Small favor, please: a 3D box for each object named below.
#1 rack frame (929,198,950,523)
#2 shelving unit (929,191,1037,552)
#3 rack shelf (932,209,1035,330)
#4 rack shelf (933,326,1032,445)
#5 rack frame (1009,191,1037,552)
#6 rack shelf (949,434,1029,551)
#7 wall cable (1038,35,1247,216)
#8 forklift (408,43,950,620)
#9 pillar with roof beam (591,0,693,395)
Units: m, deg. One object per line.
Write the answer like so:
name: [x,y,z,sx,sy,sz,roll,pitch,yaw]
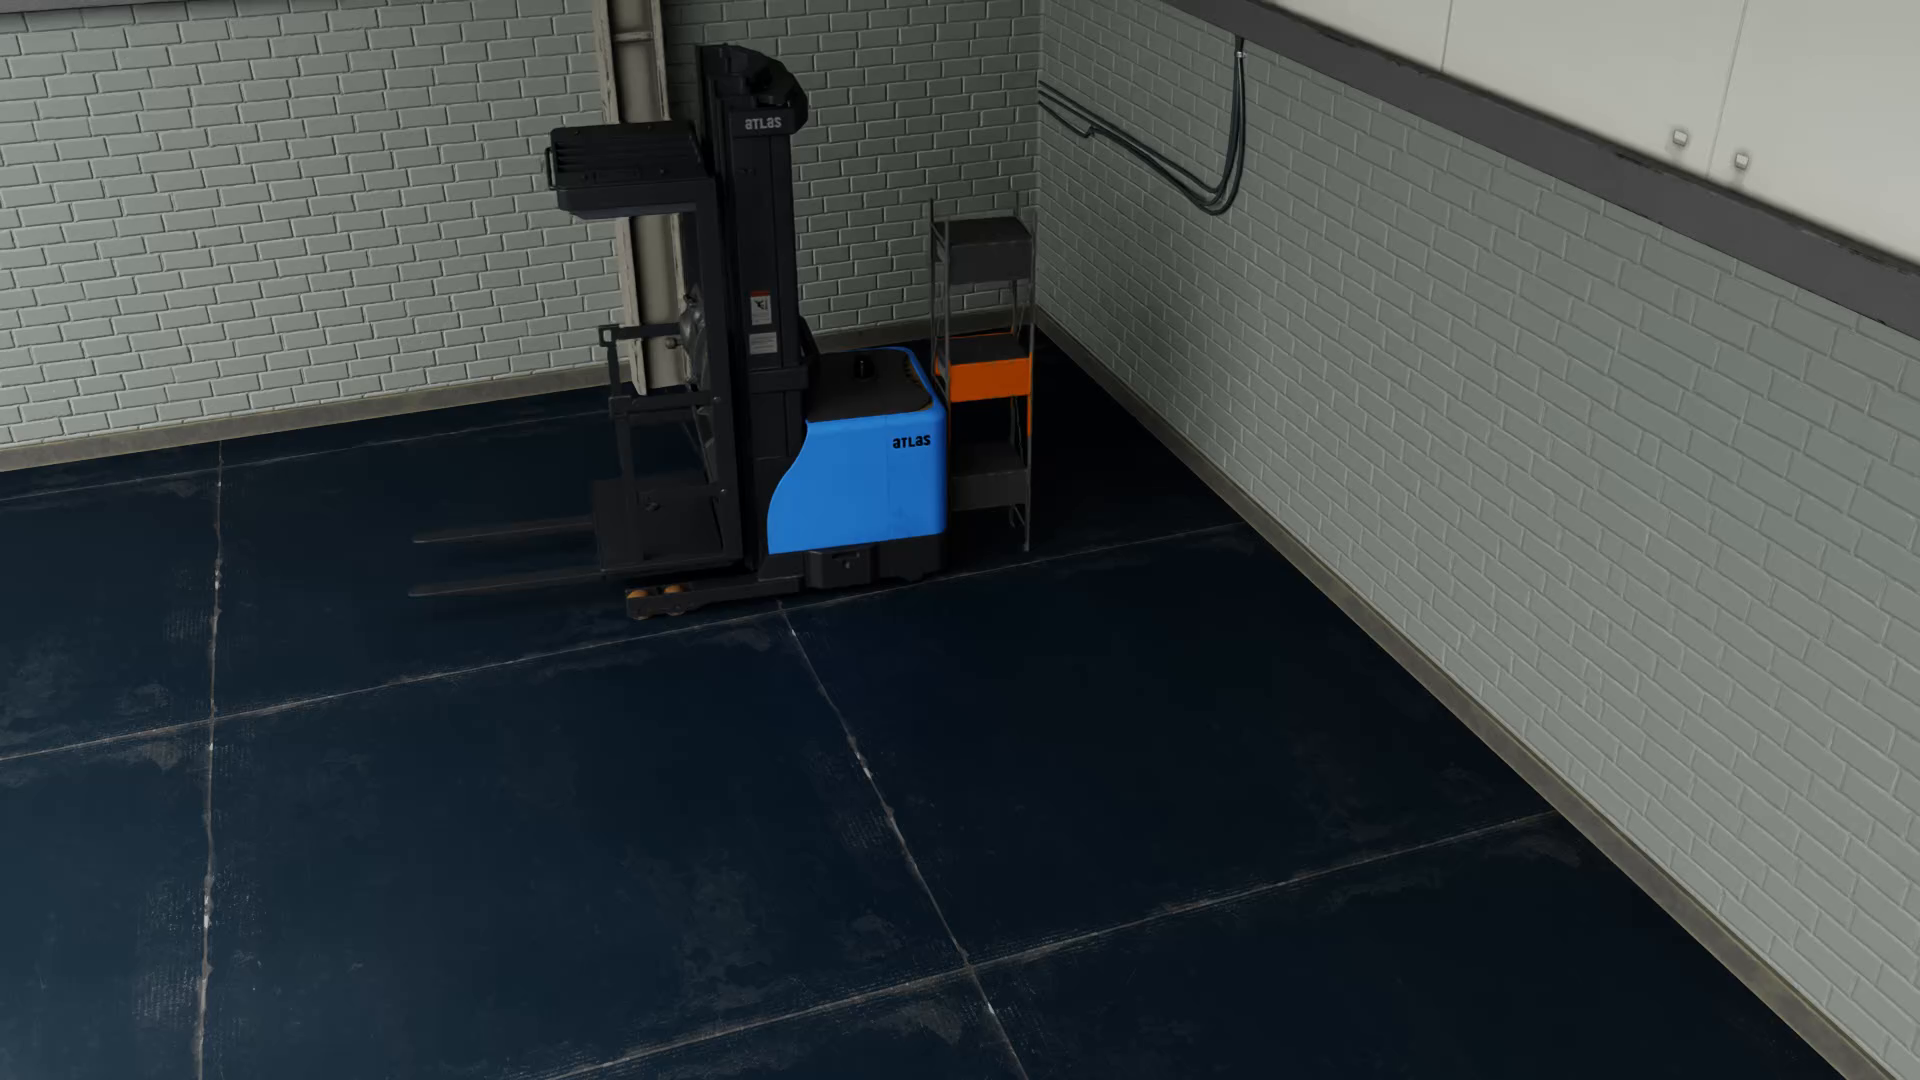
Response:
rack frame: [-0.114,-0.879,9.522,0.015,2.100,0.400,-7,30,-12]
shelving unit: [0.123,-0.907,9.572,0.503,2.100,0.431,-7,30,-12]
rack shelf: [0.123,-1.504,9.232,0.480,0.518,0.431,-7,30,-12]
rack shelf: [0.123,-0.896,9.579,0.480,0.518,0.431,-7,30,-12]
rack frame: [0.360,-0.936,9.623,0.015,2.100,0.400,-7,30,-12]
rack shelf: [0.123,-0.287,9.925,0.480,0.518,0.431,-7,30,-12]
wall cable: [1.057,-3.596,10.459,0.112,2.526,3.097,-10,31,-18]
forklift: [-1.633,-1.115,9.096,3.031,2.935,1.130,-7,30,-12]
pillar with roof beam: [-0.664,-3.053,6.369,0.400,9.000,9.100,-10,31,-18]
